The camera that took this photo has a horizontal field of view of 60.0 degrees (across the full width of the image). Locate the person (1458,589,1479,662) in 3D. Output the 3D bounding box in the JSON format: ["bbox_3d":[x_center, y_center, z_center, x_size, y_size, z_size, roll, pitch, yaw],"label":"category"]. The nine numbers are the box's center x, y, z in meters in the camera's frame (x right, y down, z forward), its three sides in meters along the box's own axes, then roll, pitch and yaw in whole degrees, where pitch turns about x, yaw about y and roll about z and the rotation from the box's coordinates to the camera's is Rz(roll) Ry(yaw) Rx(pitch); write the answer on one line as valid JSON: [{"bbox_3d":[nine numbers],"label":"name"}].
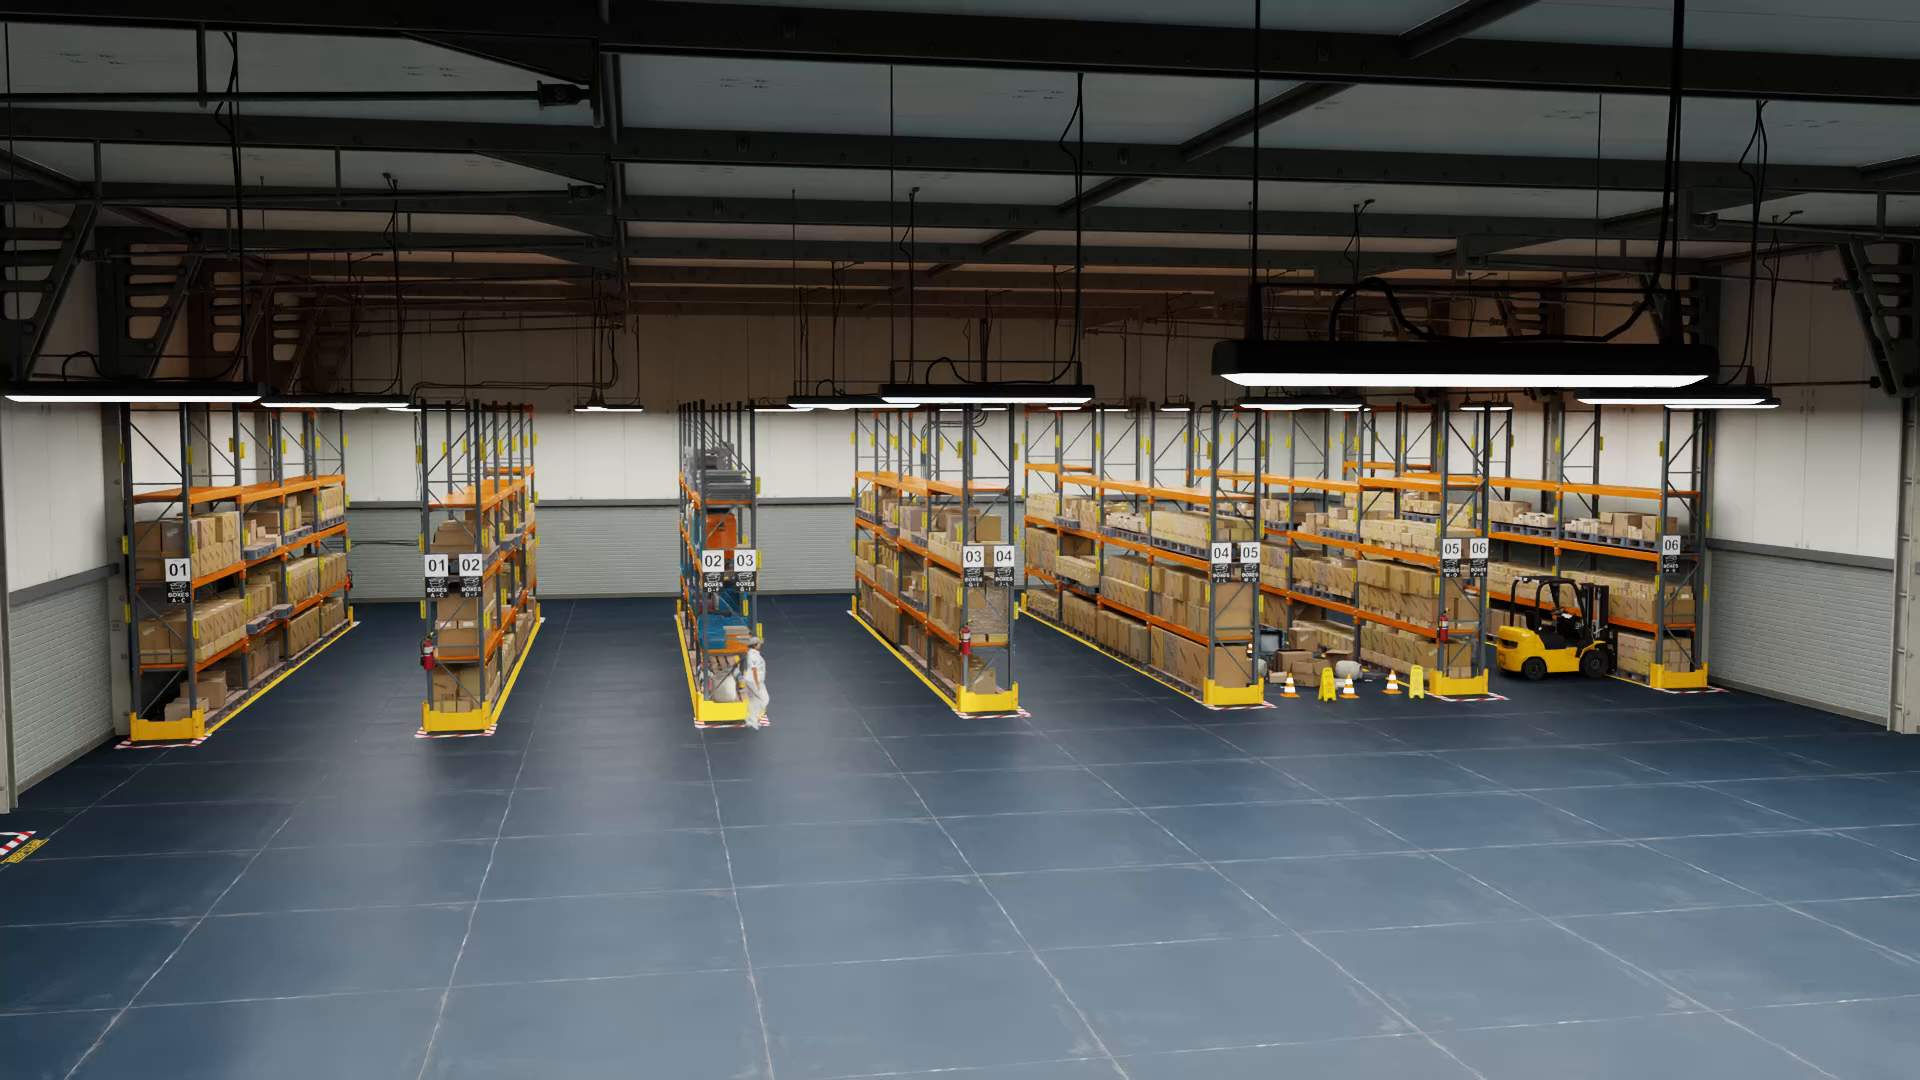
[{"bbox_3d":[11.802,1.999,38.488,0.501,1.718,0.373,-3,5,-37],"label":"person"}]

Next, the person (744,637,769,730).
[{"bbox_3d":[-3.721,2.603,30.340,0.433,1.684,0.507,-1,4,-12],"label":"person"}]
